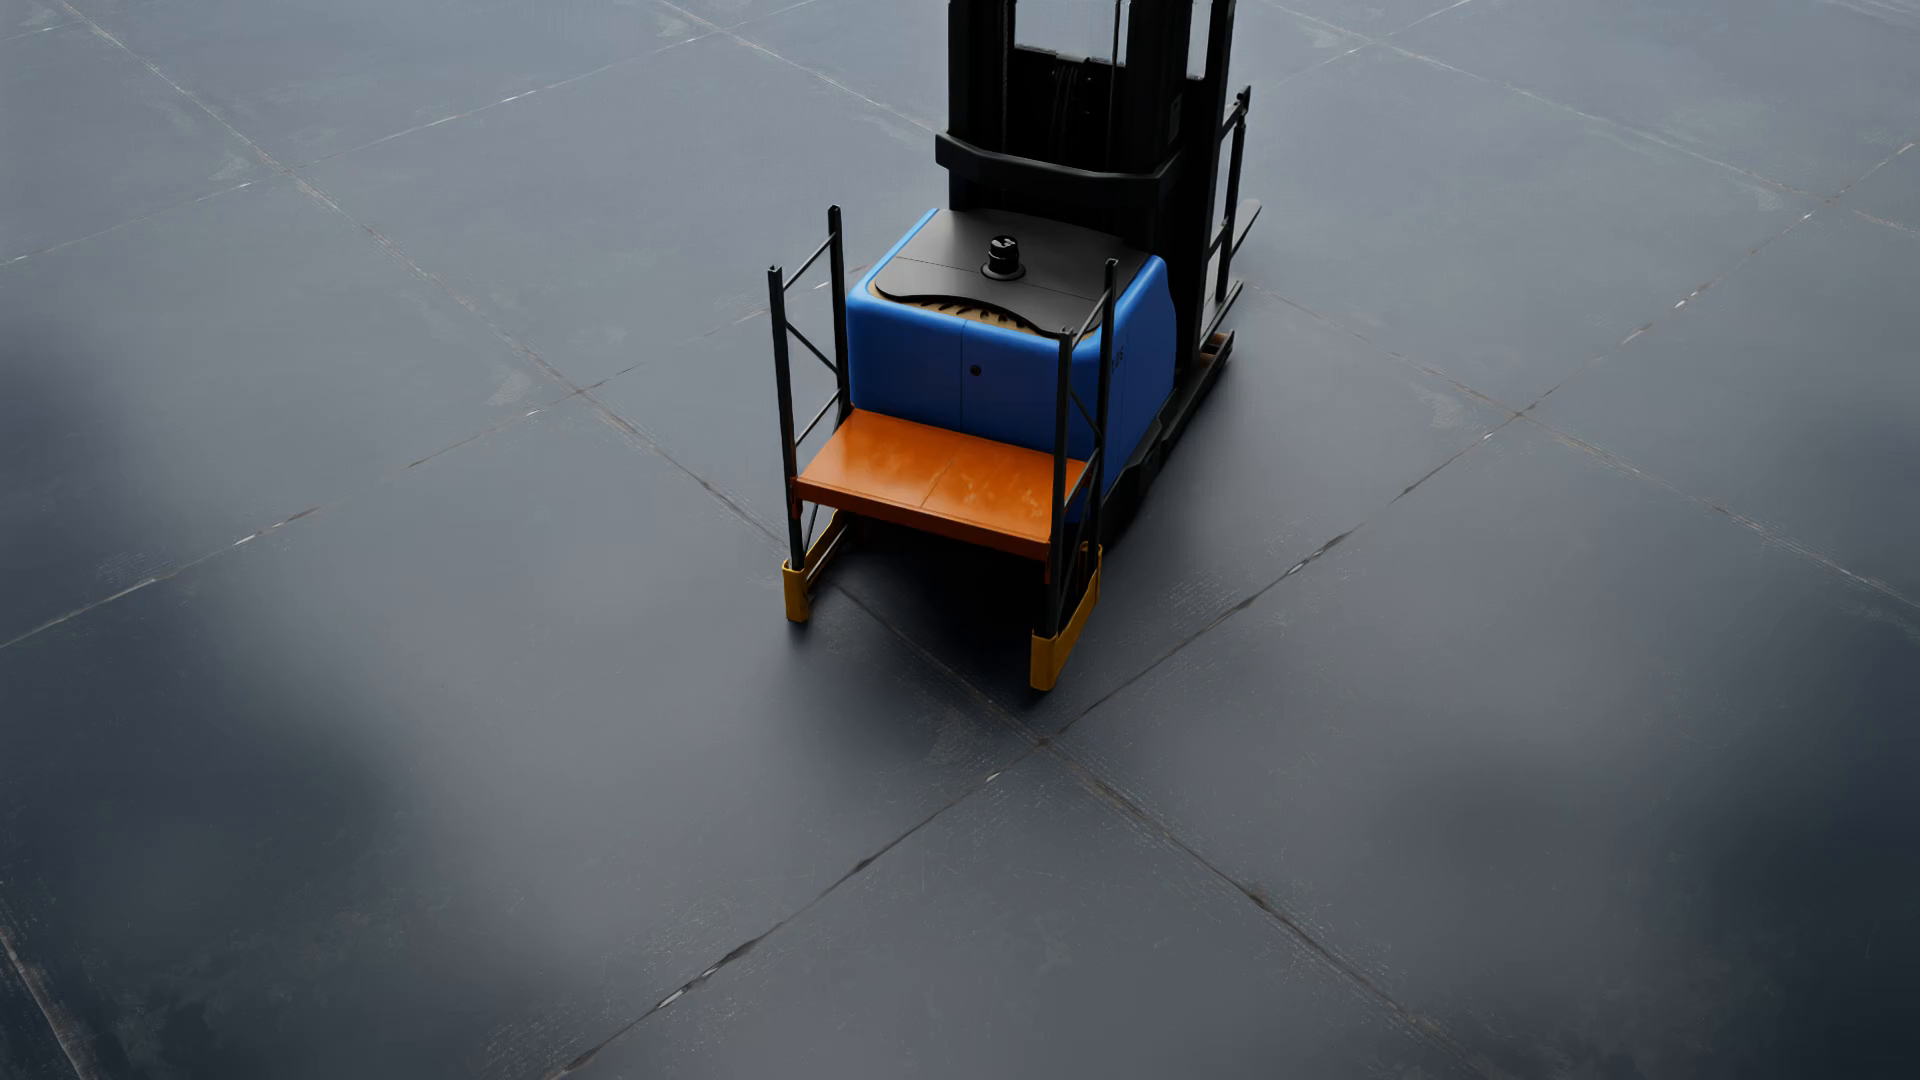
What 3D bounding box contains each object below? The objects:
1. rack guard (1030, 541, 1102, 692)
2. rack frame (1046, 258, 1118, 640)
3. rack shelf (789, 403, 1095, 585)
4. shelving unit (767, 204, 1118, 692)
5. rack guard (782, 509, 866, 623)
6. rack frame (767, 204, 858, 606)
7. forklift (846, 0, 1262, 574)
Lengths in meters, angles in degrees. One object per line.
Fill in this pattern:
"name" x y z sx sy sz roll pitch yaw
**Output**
"rack guard" 0.399 0.279 6.206 0.087 0.250 0.587 14 41 17
"rack frame" 0.417 -0.203 5.807 0.032 1.500 0.500 14 41 17
"rack shelf" -0.054 -0.183 6.069 1.000 0.185 0.538 14 41 17
"shelving unit" -0.062 -0.325 5.959 1.083 1.500 0.587 14 41 17
"rack guard" -0.524 0.043 6.498 0.087 0.250 0.587 14 41 17
"rack frame" -0.525 -0.444 6.106 0.032 1.500 0.500 14 41 17
"forklift" 0.622 -1.932 6.810 1.130 2.935 3.031 16 42 19
